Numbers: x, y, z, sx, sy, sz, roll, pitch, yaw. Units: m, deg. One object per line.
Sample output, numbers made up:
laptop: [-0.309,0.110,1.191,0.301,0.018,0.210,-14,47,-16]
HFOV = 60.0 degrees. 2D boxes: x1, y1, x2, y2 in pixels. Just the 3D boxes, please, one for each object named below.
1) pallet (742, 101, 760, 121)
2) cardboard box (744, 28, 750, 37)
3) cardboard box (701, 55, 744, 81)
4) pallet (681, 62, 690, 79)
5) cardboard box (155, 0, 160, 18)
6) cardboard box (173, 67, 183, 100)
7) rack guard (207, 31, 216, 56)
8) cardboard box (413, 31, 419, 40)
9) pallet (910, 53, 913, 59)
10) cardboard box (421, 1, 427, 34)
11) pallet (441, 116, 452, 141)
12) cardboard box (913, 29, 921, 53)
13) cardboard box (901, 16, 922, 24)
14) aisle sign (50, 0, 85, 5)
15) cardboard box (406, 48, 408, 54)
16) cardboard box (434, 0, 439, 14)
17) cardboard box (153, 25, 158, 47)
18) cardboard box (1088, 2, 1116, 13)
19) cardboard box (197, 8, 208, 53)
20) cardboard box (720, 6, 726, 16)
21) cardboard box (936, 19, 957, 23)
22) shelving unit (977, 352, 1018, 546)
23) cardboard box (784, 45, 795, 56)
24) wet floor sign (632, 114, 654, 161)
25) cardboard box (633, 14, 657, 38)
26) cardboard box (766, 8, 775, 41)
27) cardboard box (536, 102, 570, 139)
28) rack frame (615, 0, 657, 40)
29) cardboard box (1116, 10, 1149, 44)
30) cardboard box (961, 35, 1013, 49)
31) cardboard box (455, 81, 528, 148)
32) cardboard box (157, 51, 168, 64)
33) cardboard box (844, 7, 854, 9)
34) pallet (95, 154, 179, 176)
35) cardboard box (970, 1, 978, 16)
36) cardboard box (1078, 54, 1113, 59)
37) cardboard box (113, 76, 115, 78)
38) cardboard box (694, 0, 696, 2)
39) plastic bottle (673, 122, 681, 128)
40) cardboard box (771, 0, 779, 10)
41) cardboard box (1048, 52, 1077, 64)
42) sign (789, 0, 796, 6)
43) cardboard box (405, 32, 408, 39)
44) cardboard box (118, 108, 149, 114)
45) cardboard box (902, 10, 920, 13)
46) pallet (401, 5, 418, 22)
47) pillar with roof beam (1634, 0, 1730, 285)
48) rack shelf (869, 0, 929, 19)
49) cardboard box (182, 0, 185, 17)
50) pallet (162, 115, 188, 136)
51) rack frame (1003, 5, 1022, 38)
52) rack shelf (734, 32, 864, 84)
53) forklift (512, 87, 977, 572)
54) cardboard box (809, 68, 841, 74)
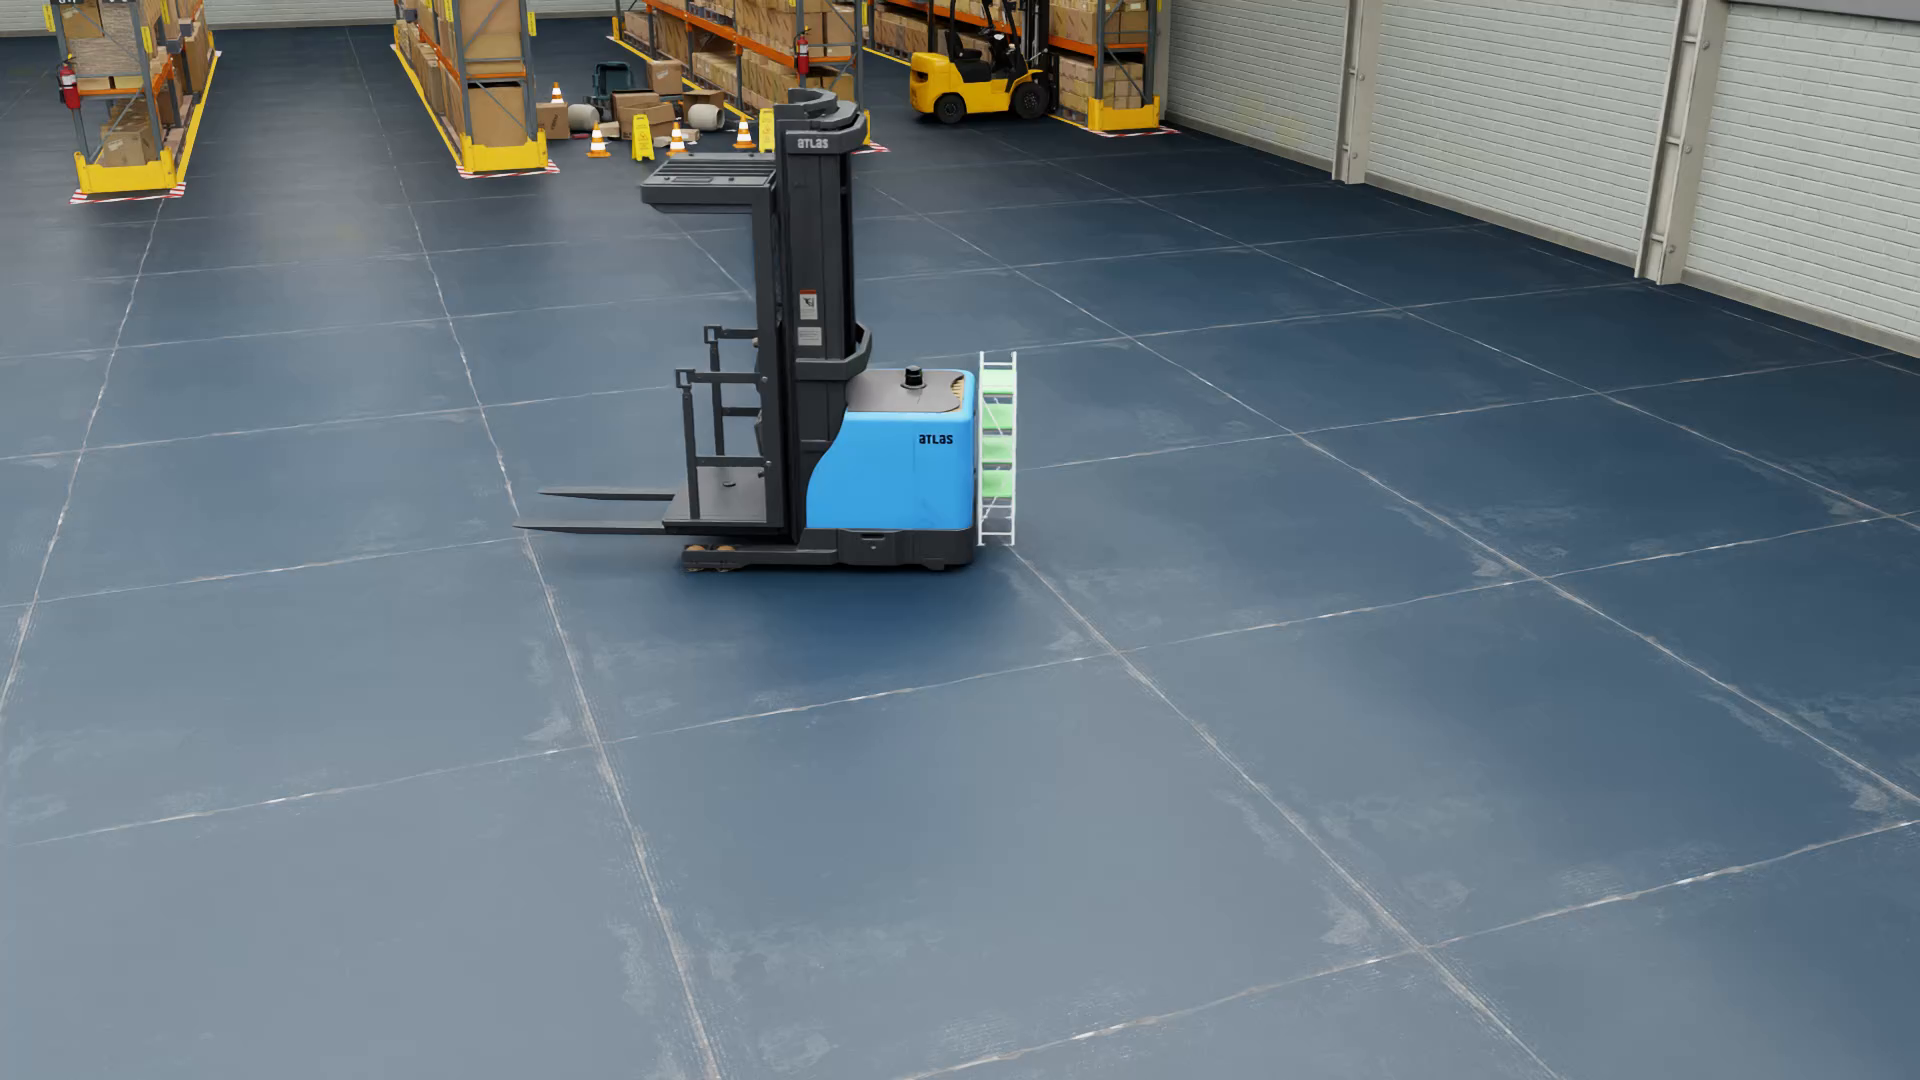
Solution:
pallet: [-3.108,-7.416,28.573,1.003,0.211,1.213,-8,24,-19]
cardboard box: [-3.429,-8.581,28.071,0.380,0.149,0.250,-8,24,-17]
cardboard box: [-4.333,-8.902,31.352,0.950,0.372,0.625,-9,24,-20]
pallet: [-5.000,-9.405,33.293,1.003,0.211,1.213,-8,24,-19]
cardboard box: [-12.055,-7.917,24.372,0.500,0.500,0.500,-8,24,-19]
cardboard box: [-13.807,-7.844,28.650,0.700,0.500,0.500,-10,25,-22]
rack guard: [-16.897,-10.797,36.224,1.175,0.500,0.348,-8,24,-19]
cardboard box: [-10.227,-9.646,31.986,0.500,0.250,0.500,-8,24,-18]
pallet: [-0.378,-10.067,34.863,1.003,0.211,1.213,-8,24,-19]
cardboard box: [-8.947,-8.974,28.552,0.500,0.500,0.500,-9,24,-20]
pallet: [-7.778,-6.652,26.761,1.003,0.211,1.213,-8,24,-19]
cardboard box: [-0.667,-10.425,34.799,0.500,0.500,0.500,-9,24,-20]
cardboard box: [-1.042,-11.143,35.668,0.380,0.149,0.250,-8,24,-19]
aisle sign: [-11.495,-7.261,21.268,0.394,0.787,0.004,-8,24,-19]
cardboard box: [-11.424,-10.299,34.954,0.380,0.149,0.250,-9,25,-21]
cardboard box: [-7.875,-8.652,26.332,0.875,0.550,0.550,-8,24,-19]
cardboard box: [-12.548,-7.591,24.887,0.875,0.500,0.500,-8,24,-19]
cardboard box: [2.292,-8.601,26.832,0.380,0.149,0.250,-8,24,-18]
cardboard box: [-16.266,-10.603,34.738,0.875,0.875,0.875,-8,24,-19]
cardboard box: [-4.020,-9.354,29.363,0.380,0.149,0.250,-9,24,-20]
cardboard box: [-0.283,-10.940,35.186,0.380,0.149,0.250,-10,25,-21]
shelving unit: [0.251,-0.613,11.161,0.258,1.200,0.503,1,23,1]
cardboard box: [-2.491,-7.554,25.634,0.380,0.149,0.250,-9,24,-20]
wet floor sign: [-4.698,-5.947,24.529,0.267,0.644,0.232,-13,26,-28]
cardboard box: [-6.960,-11.755,38.037,0.875,0.438,0.875,-8,24,-18]
cardboard box: [-2.761,-8.194,26.317,0.500,0.500,0.500,-8,24,-19]
cardboard box: [-6.465,-6.650,26.381,0.500,0.500,0.500,-4,23,-10]
rack frame: [-7.618,-13.300,38.944,1.000,3.000,0.127,-8,24,-19]
cardboard box: [2.762,-8.433,27.267,0.500,0.500,0.500,-8,24,-17]
cardboard box: [0.535,-9.465,32.362,0.875,0.625,0.625,-9,25,-21]
cardboard box: [-6.862,-6.222,24.346,0.875,0.875,0.875,-8,24,-19]
cardboard box: [-11.994,-7.160,24.699,0.380,0.149,0.250,-8,24,-19]
cardboard box: [-2.489,-12.267,39.170,0.500,0.500,0.500,-8,24,-18]
pallet: [-11.517,-5.169,23.243,1.003,0.211,1.213,-8,24,-19]
cardboard box: [0.512,-10.067,31.466,0.500,0.250,0.500,-8,24,-19]
cardboard box: [2.338,-8.121,28.368,0.500,0.250,0.500,-9,24,-19]
cardboard box: [-11.878,-6.450,23.016,0.380,0.149,0.250,-8,24,-19]
cardboard box: [-4.851,-10.327,31.673,0.380,0.149,0.250,-10,25,-22]
plastic bottle: [-4.677,-6.860,27.446,0.133,0.061,0.283,-4,23,-10]
cardboard box: [-2.522,-8.471,25.687,0.700,0.500,0.500,-8,24,-18]
cardboard box: [1.677,-8.232,28.632,0.500,0.250,0.500,-9,24,-20]
sign: [-2.492,-8.097,24.701,0.100,0.325,0.005,-8,24,-19]
cardboard box: [-11.391,-10.555,34.795,0.380,0.149,0.250,-9,24,-19]
cardboard box: [-12.043,-6.049,24.418,0.500,0.500,0.500,-11,25,-24]
cardboard box: [-1.065,-11.681,36.944,0.380,0.149,0.250,-8,24,-19]
pallet: [-9.738,-9.833,30.965,1.213,0.211,1.003,-8,24,-19]
pillar with roof beam: [3.486,-6.359,14.751,9.100,9.000,0.400,-8,24,-19]
rack shelf: [-0.856,-11.471,35.530,1.077,0.370,4.000,-8,24,-19]
cardboard box: [-14.164,-9.481,29.753,0.500,0.500,0.500,-9,24,-20]
pallet: [-12.926,-6.578,26.585,1.003,0.211,1.213,-8,24,-19]
rack frame: [1.264,-9.622,30.218,1.000,3.000,0.127,-8,24,-19]
rack shelf: [-2.672,-7.882,27.014,1.077,0.370,4.000,-8,24,-19]
forklift: [-1.414,-1.348,10.674,3.031,2.935,1.130,1,23,2]
cardboard box: [-2.189,-7.287,26.712,0.500,0.500,0.500,-9,25,-21]
